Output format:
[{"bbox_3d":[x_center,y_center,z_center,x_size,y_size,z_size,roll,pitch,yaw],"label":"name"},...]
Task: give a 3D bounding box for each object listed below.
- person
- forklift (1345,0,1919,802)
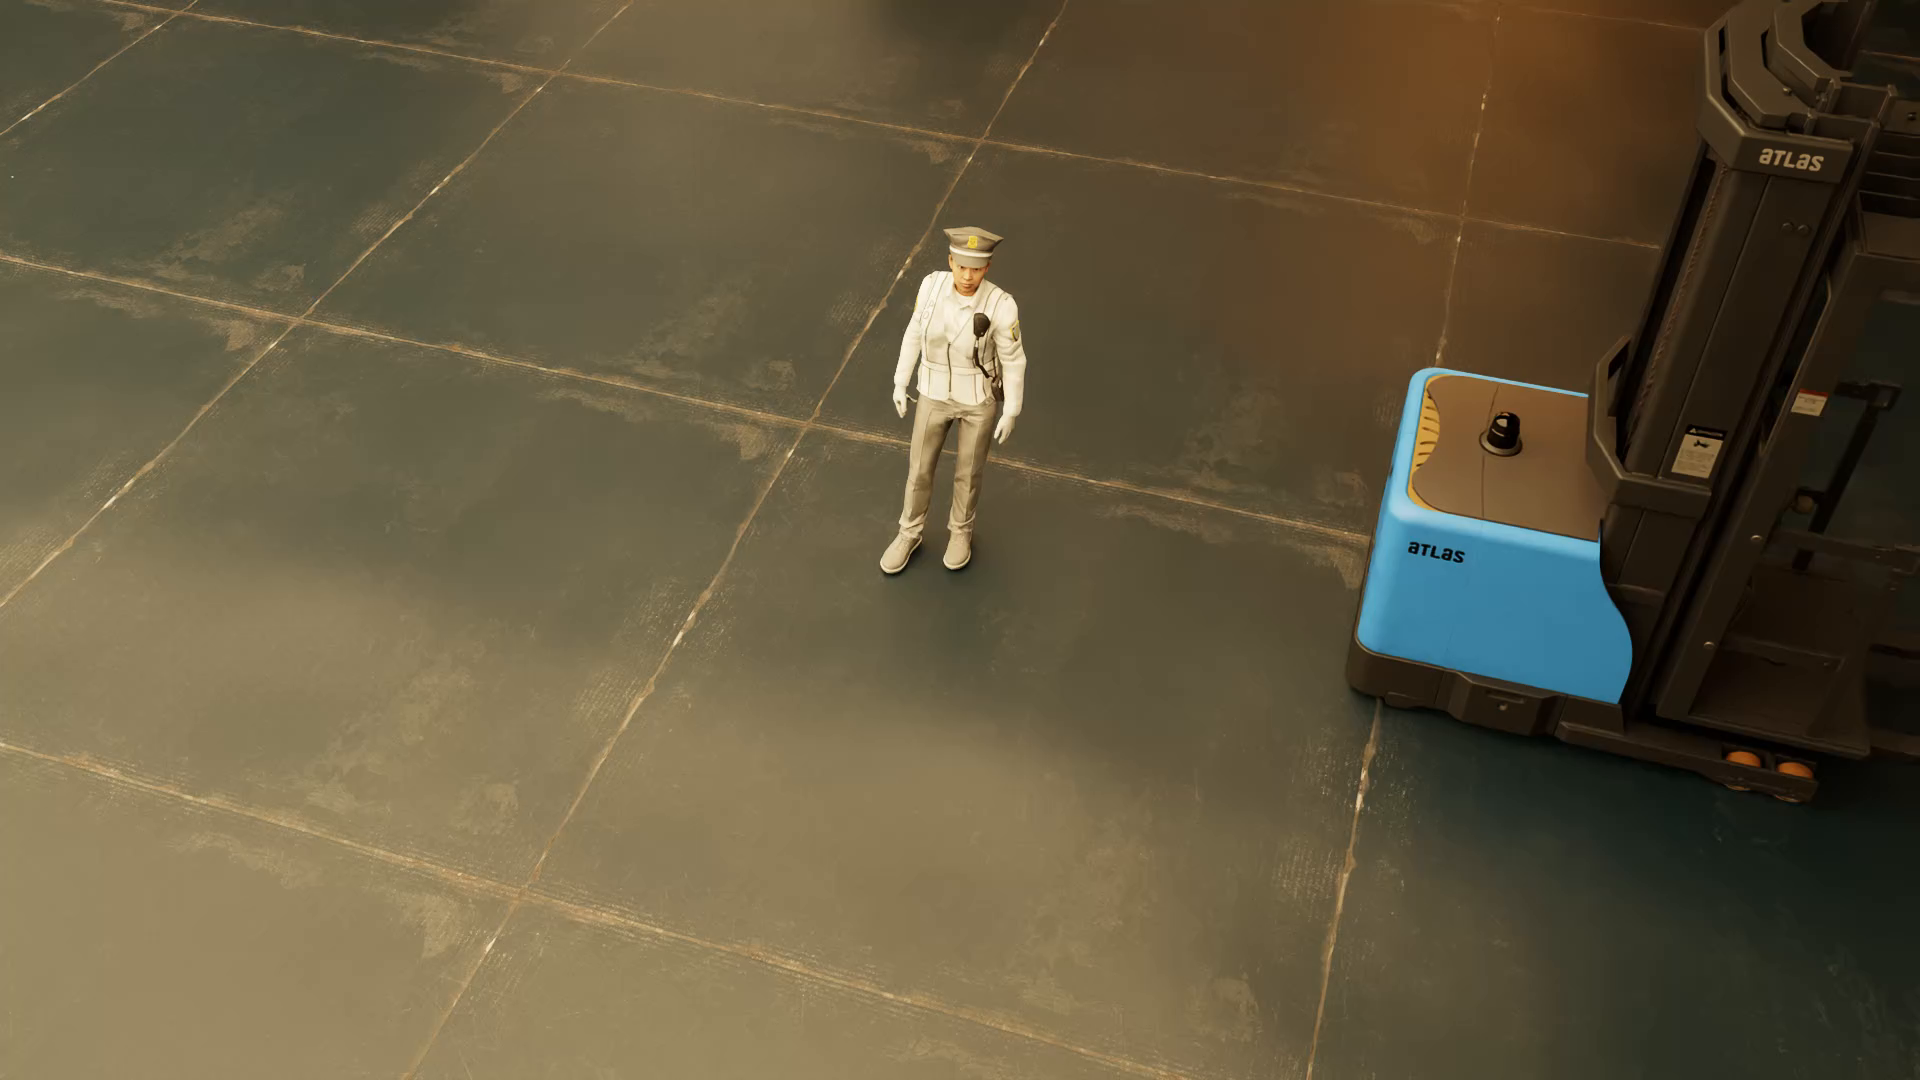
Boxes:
[{"bbox_3d":[-0.028,-0.583,7.213,0.586,1.694,0.531,12,44,13],"label":"person"},{"bbox_3d":[3.224,-0.425,6.146,3.031,2.935,1.130,12,44,13],"label":"forklift"}]
